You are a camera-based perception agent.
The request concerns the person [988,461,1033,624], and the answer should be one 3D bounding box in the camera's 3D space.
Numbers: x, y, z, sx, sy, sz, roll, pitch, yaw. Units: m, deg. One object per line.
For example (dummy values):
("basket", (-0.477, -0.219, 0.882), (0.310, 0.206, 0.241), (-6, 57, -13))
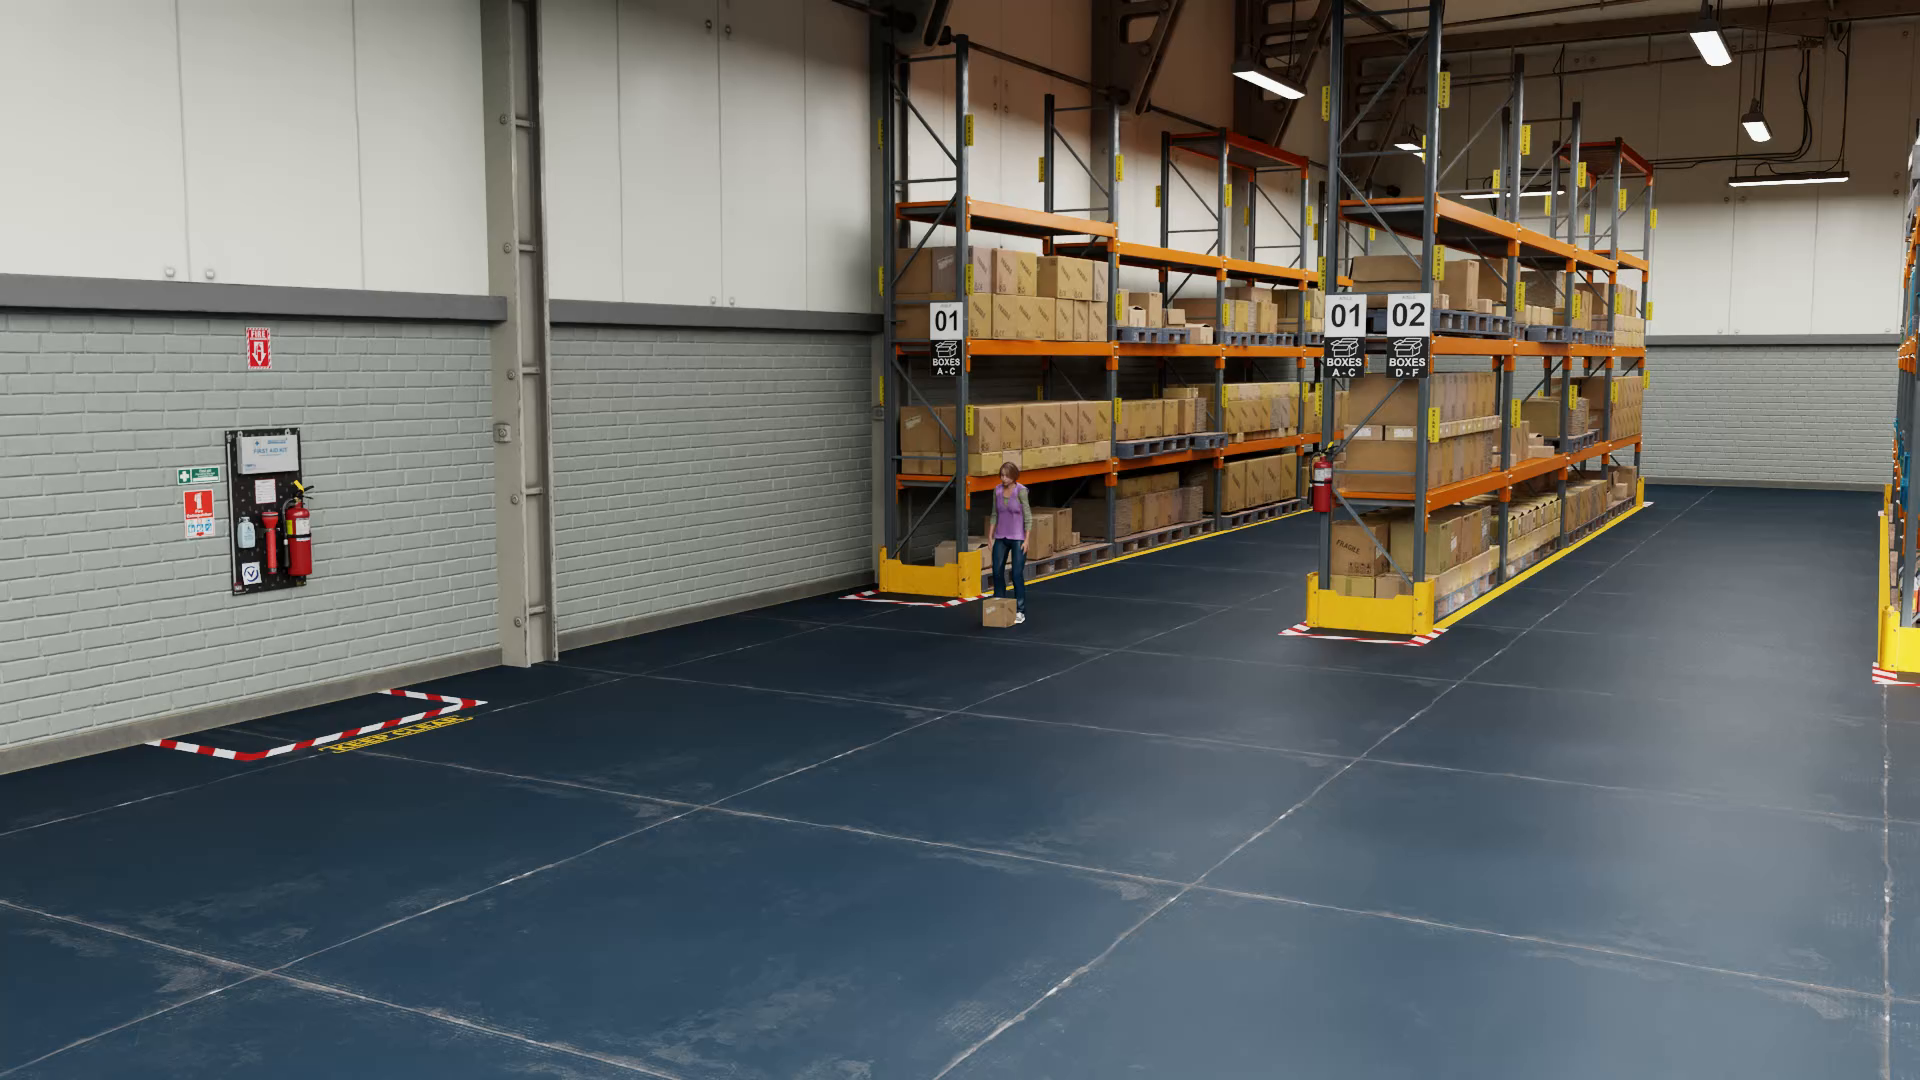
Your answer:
("person", (0.493, 0.018, 16.403), (0.460, 1.592, 0.344), (3, 7, 29))
